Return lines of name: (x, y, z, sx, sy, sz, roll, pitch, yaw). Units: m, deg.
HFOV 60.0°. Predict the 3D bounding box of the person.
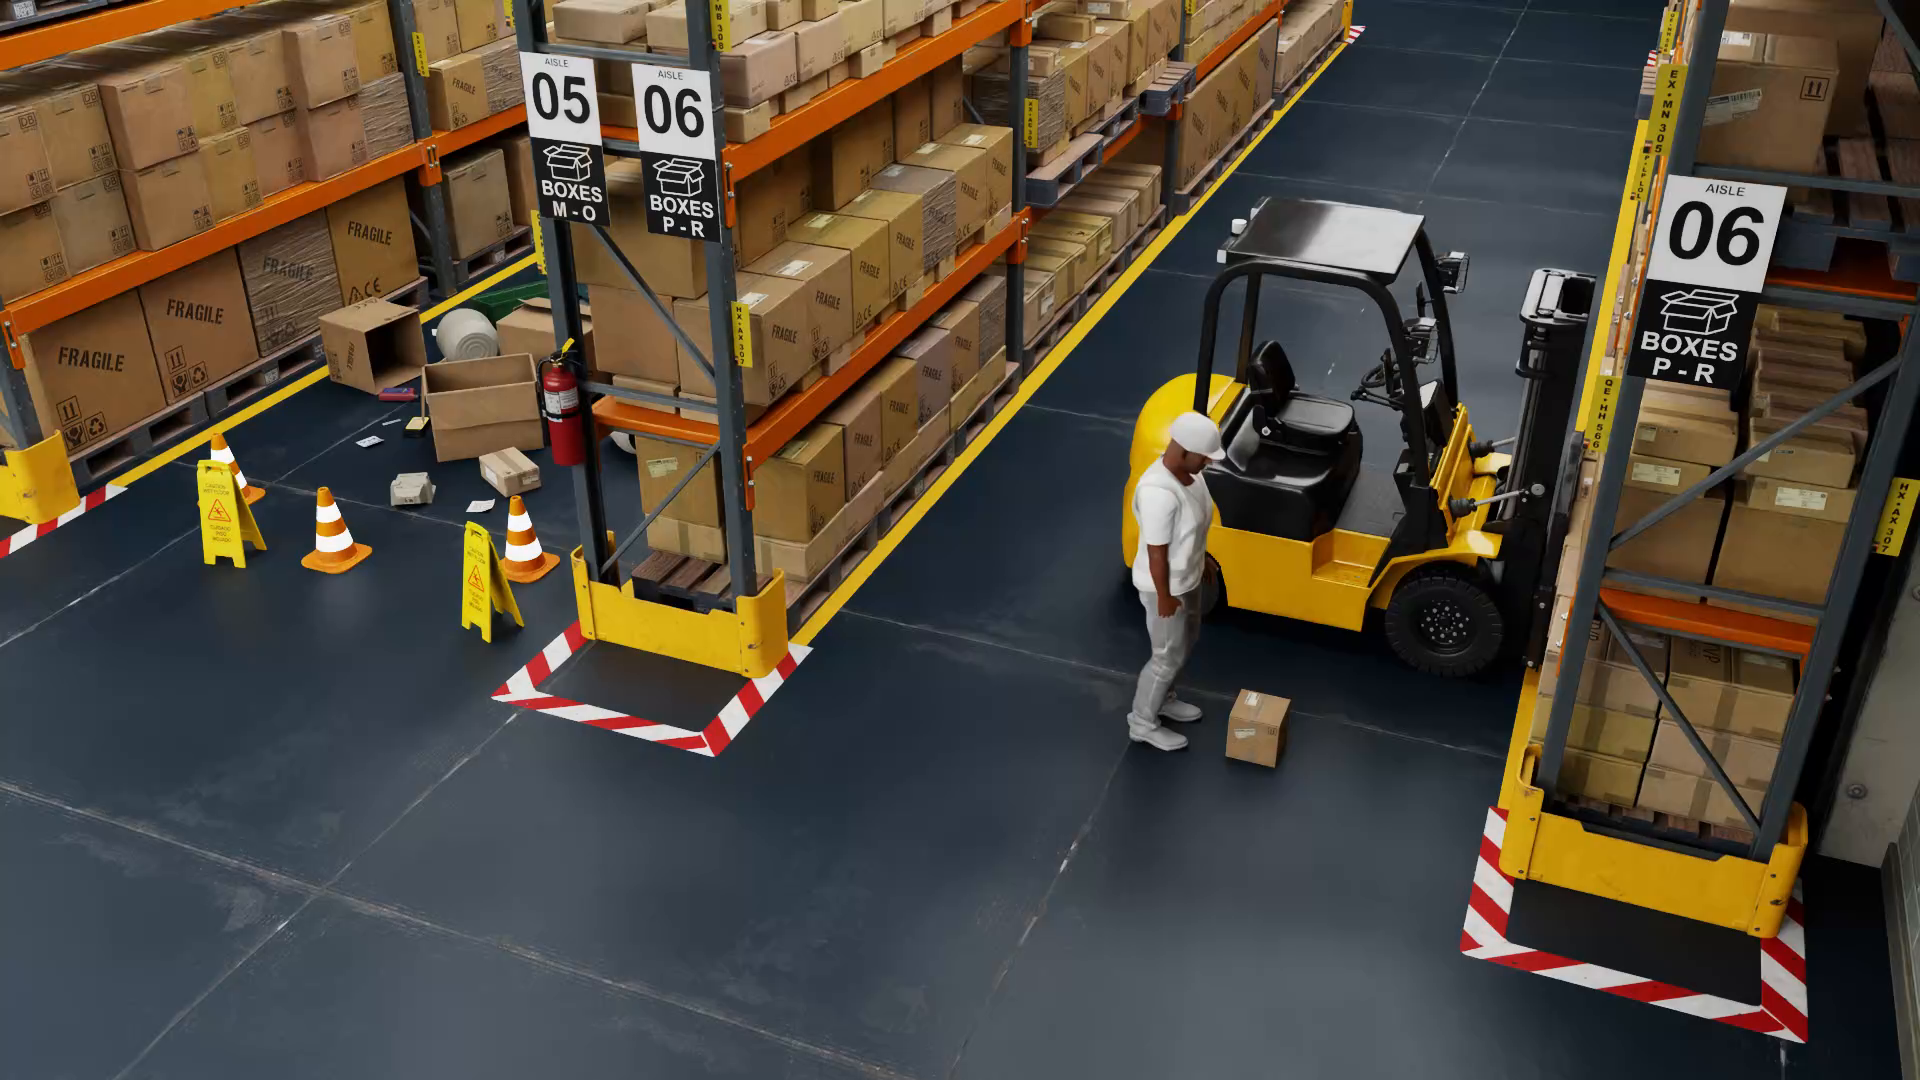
person: (1.043, 0.176, 8.076, 0.384, 1.751, 0.573, 12, 32, 20)
